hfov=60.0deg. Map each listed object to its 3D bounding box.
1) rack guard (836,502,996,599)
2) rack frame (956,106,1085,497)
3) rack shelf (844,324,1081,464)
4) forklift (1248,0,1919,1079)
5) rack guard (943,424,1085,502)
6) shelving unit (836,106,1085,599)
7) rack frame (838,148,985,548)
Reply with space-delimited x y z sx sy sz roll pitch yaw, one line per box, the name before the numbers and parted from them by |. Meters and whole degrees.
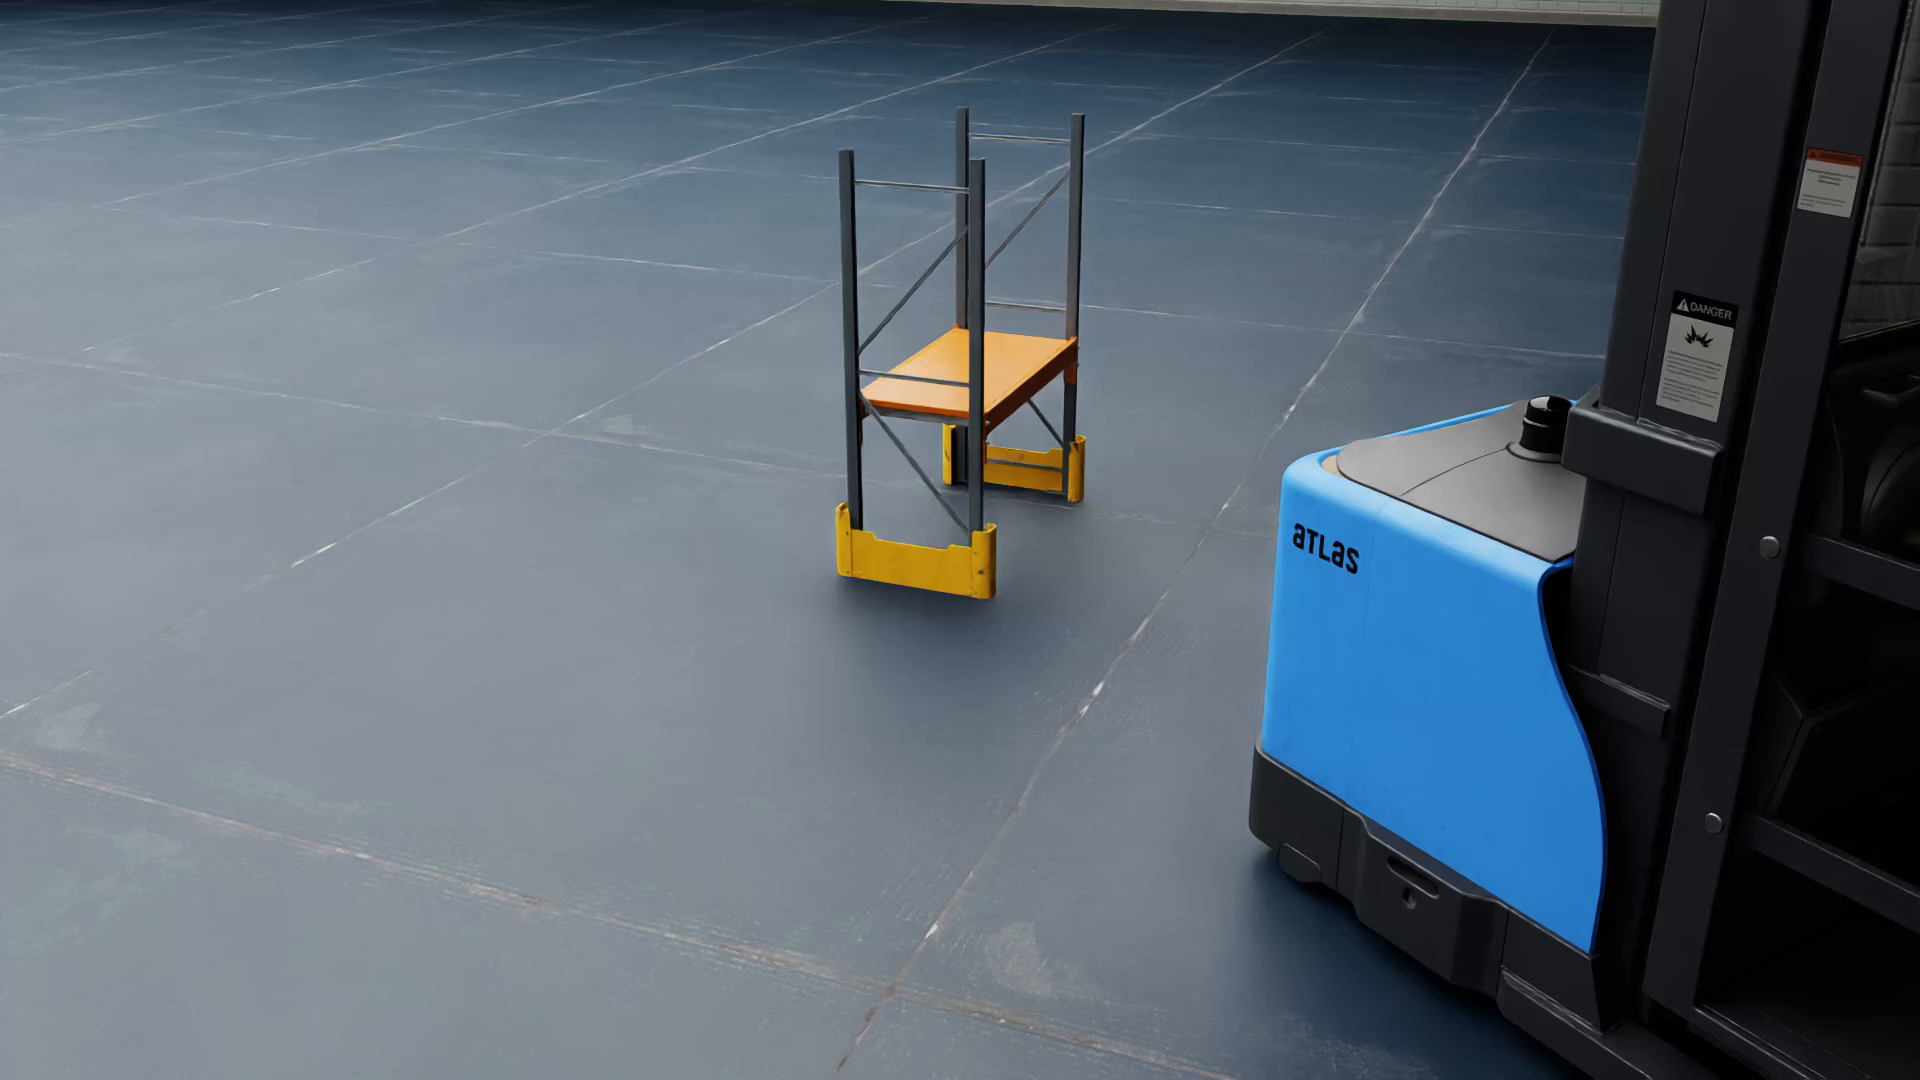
rack guard | -0.157 0.036 5.840 0.587 0.250 0.087 9 24 20
rack frame | 0.221 -0.904 6.470 0.500 1.500 0.032 9 24 20
rack shelf | 0.032 -0.557 6.103 0.538 0.185 1.000 9 24 20
forklift | 1.965 -0.176 2.868 1.130 2.935 3.031 -14 26 -30
rack guard | 0.213 -0.321 6.694 0.587 0.250 0.087 9 24 20
shelving unit | 0.028 -0.719 6.026 0.587 1.500 1.083 9 24 20
rack frame | -0.157 -0.541 5.598 0.500 1.500 0.032 9 24 20
